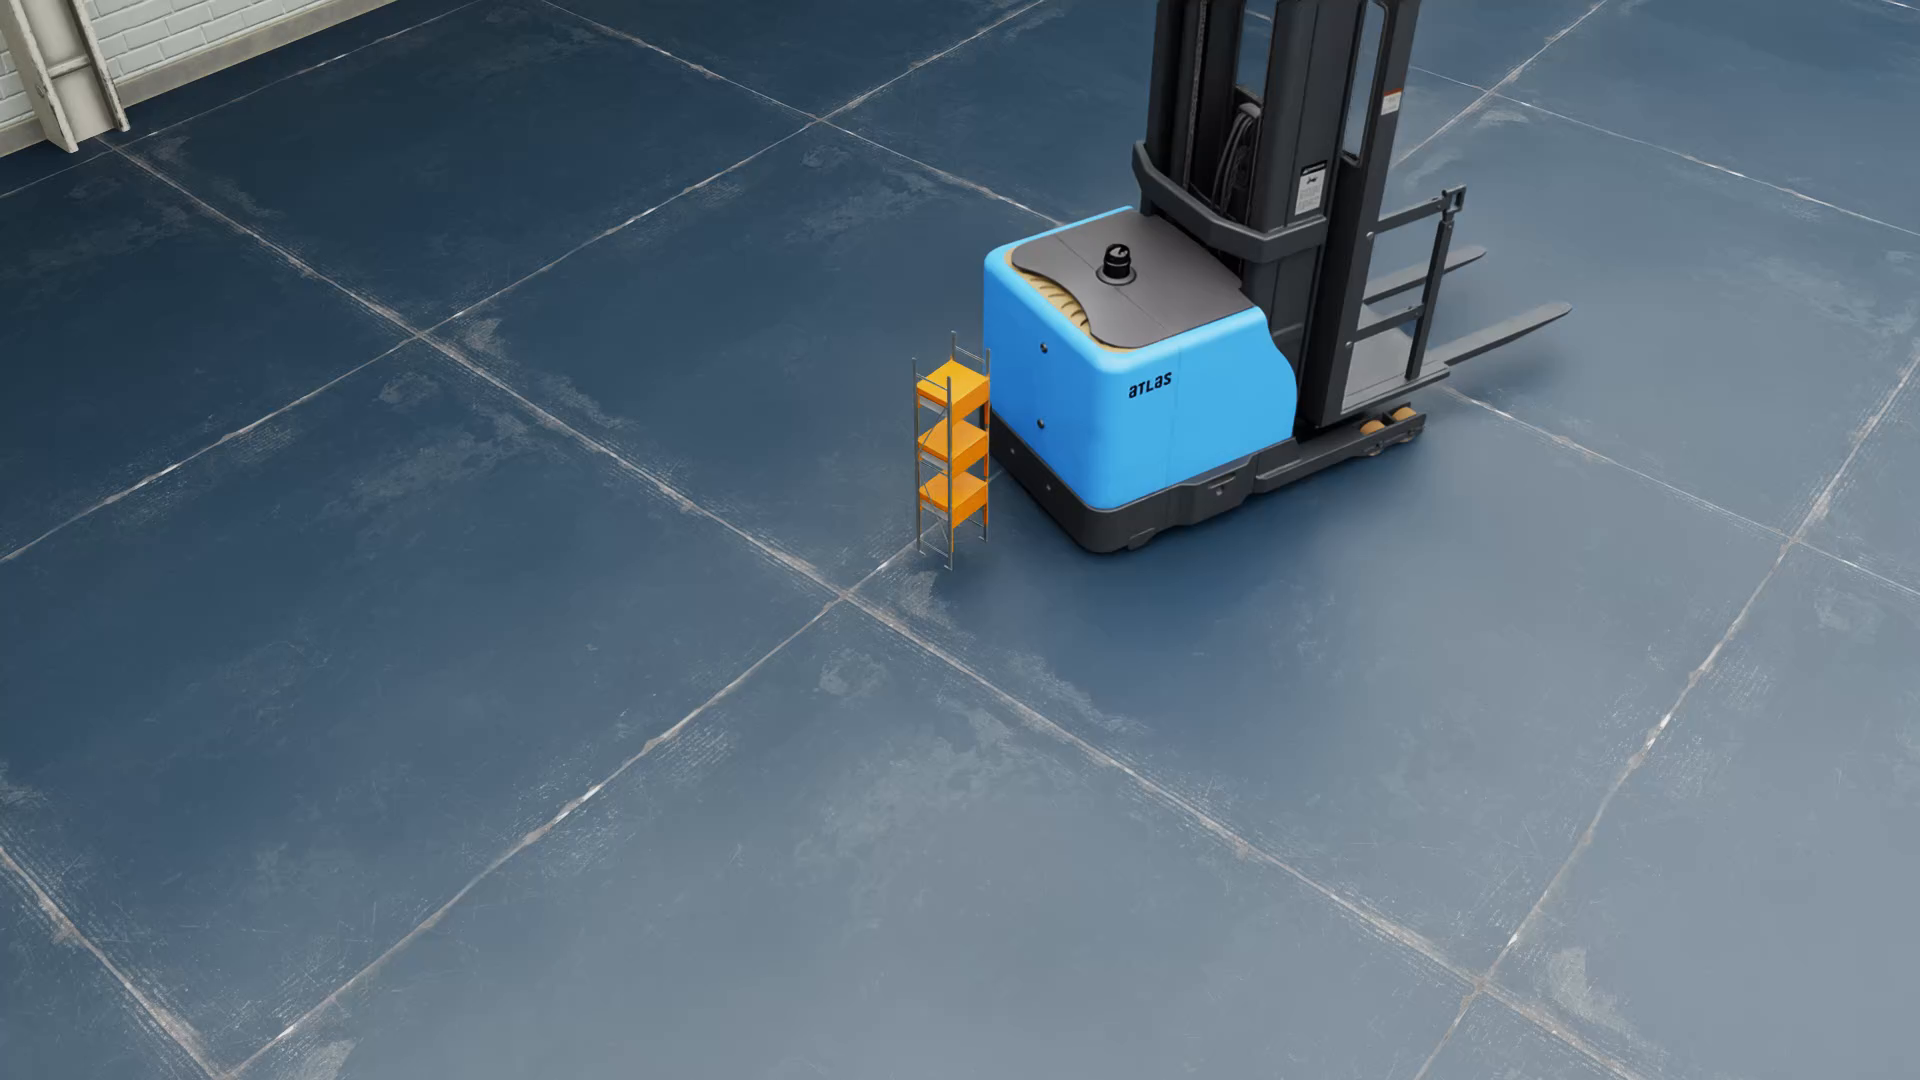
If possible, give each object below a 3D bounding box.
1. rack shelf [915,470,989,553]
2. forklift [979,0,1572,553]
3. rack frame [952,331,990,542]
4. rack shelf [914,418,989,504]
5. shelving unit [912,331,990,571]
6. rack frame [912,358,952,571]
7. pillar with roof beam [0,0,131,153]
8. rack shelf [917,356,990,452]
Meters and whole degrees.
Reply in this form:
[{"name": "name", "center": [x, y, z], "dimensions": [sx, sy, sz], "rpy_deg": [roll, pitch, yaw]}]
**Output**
[{"name": "rack shelf", "center": [-0.034, -0.147, 7.243], "dimensions": [0.215, 0.259, 0.240], "rpy_deg": [29, 50, 28]}, {"name": "forklift", "center": [1.621, -1.769, 7.200], "dimensions": [3.031, 2.935, 1.130], "rpy_deg": [-22, 47, -22]}, {"name": "rack frame", "center": [0.044, -0.424, 7.118], "dimensions": [0.200, 1.050, 0.008], "rpy_deg": [29, 50, 28]}, {"name": "rack shelf", "center": [-0.034, -0.353, 7.056], "dimensions": [0.215, 0.259, 0.240], "rpy_deg": [29, 50, 28]}, {"name": "shelving unit", "center": [-0.034, -0.361, 7.049], "dimensions": [0.215, 1.050, 0.252], "rpy_deg": [29, 50, 28]}, {"name": "rack frame", "center": [-0.113, -0.298, 6.980], "dimensions": [0.200, 1.050, 0.008], "rpy_deg": [29, 50, 28]}, {"name": "pillar with roof beam", "center": [-2.040, -3.957, 5.095], "dimensions": [9.100, 9.000, 0.400], "rpy_deg": [29, 50, 28]}, {"name": "rack shelf", "center": [-0.034, -0.563, 6.865], "dimensions": [0.215, 0.259, 0.240], "rpy_deg": [29, 50, 28]}]
